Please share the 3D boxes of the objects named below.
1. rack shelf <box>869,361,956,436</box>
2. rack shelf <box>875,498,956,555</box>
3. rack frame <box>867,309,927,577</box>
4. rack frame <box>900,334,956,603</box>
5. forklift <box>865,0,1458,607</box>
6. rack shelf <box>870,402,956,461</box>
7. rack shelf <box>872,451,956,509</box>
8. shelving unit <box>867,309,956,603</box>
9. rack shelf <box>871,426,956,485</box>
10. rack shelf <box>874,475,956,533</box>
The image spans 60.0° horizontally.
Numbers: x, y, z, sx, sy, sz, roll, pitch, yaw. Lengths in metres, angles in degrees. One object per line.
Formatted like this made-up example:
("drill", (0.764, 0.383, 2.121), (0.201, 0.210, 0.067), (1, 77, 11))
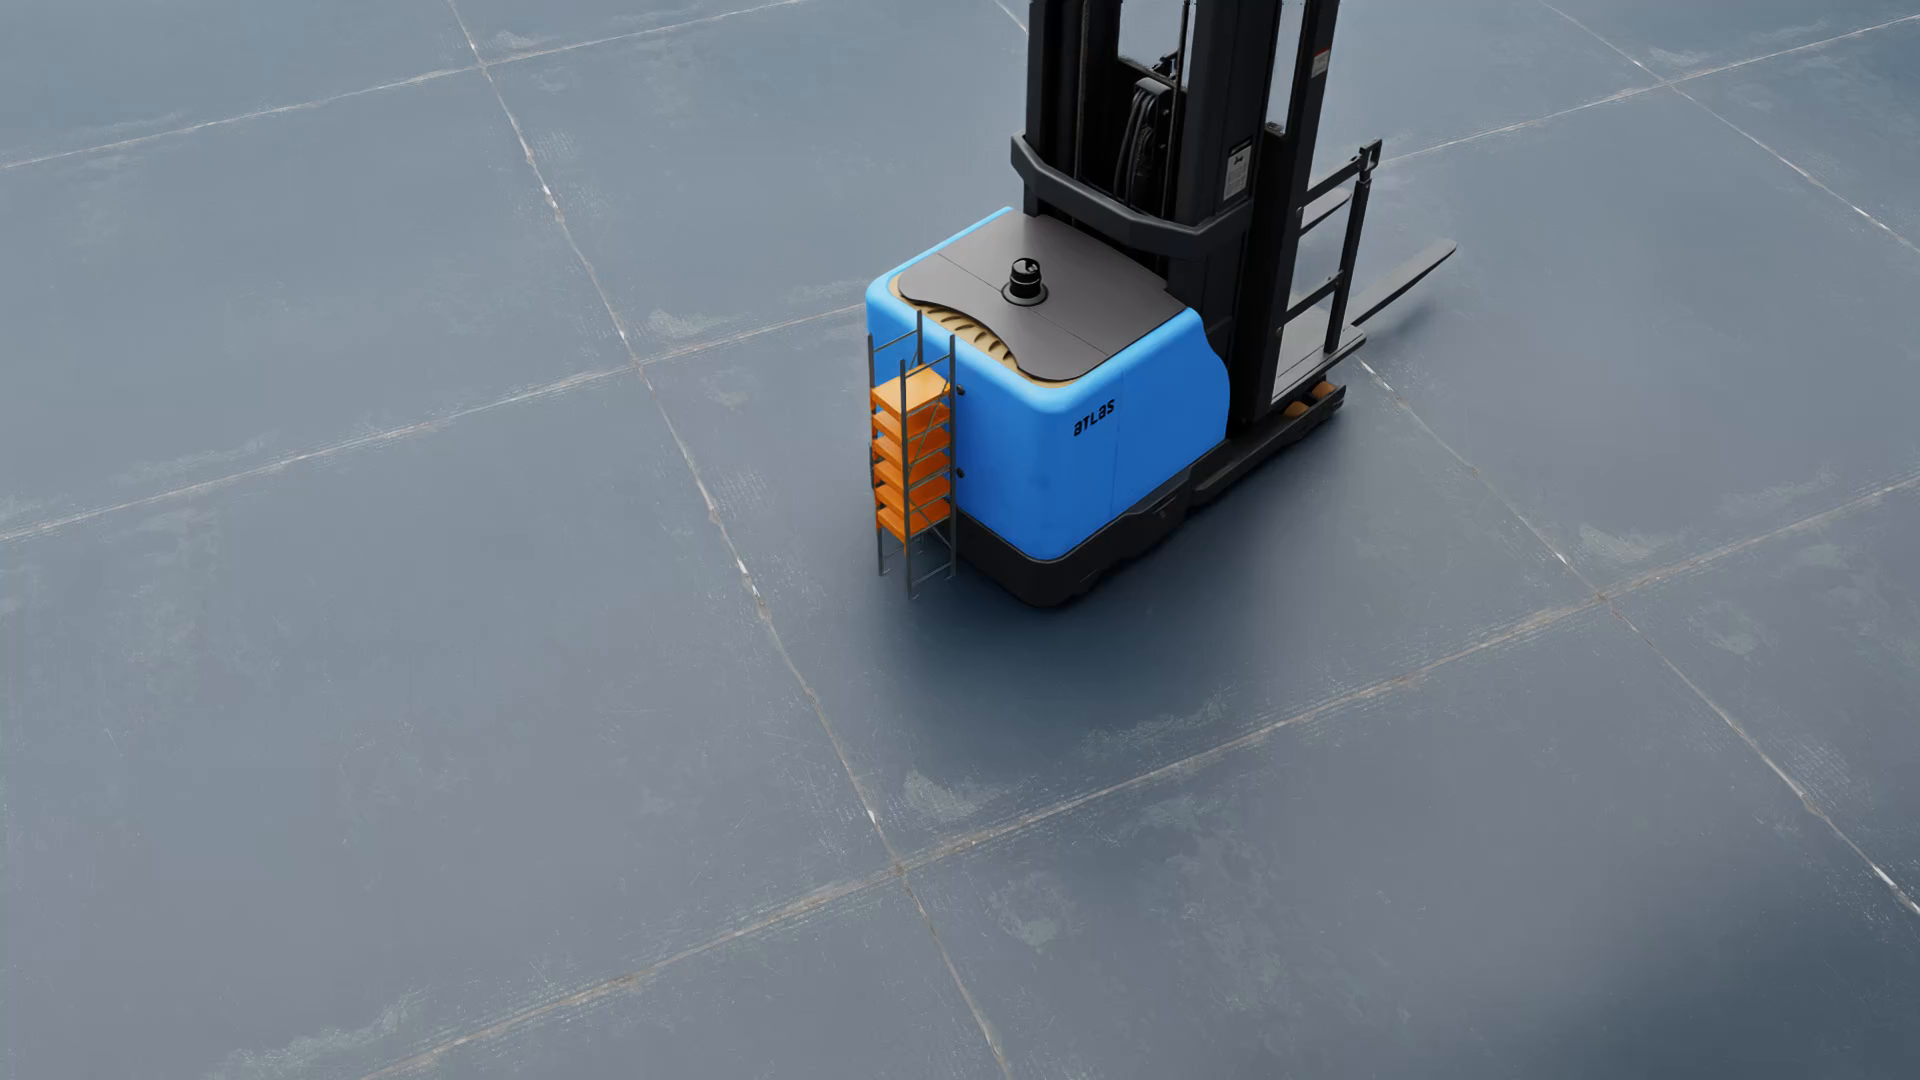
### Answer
("rack shelf", (-0.170, -0.509, 5.962), (0.258, 0.103, 0.180), (-30, 52, -27))
("rack shelf", (-0.170, -0.082, 6.384), (0.258, 0.103, 0.180), (-30, 52, -27))
("rack frame", (-0.228, -0.334, 6.234), (0.240, 1.200, 0.006), (-30, 52, -27))
("rack frame", (-0.112, -0.235, 6.134), (0.240, 1.200, 0.006), (-30, 52, -27))
("forklift", (1.037, -1.710, 6.396), (3.031, 2.935, 1.130), (-34, 54, -30))
("rack shelf", (-0.170, -0.424, 6.047), (0.258, 0.103, 0.180), (-30, 52, -27))
("rack shelf", (-0.170, -0.253, 6.215), (0.258, 0.103, 0.180), (-30, 52, -27))
("shelving unit", (-0.170, -0.285, 6.184), (0.258, 1.200, 0.189), (-30, 52, -27))
("rack shelf", (-0.170, -0.338, 6.131), (0.258, 0.103, 0.180), (-30, 52, -27))
("rack shelf", (-0.170, -0.167, 6.300), (0.258, 0.103, 0.180), (-30, 52, -27))
